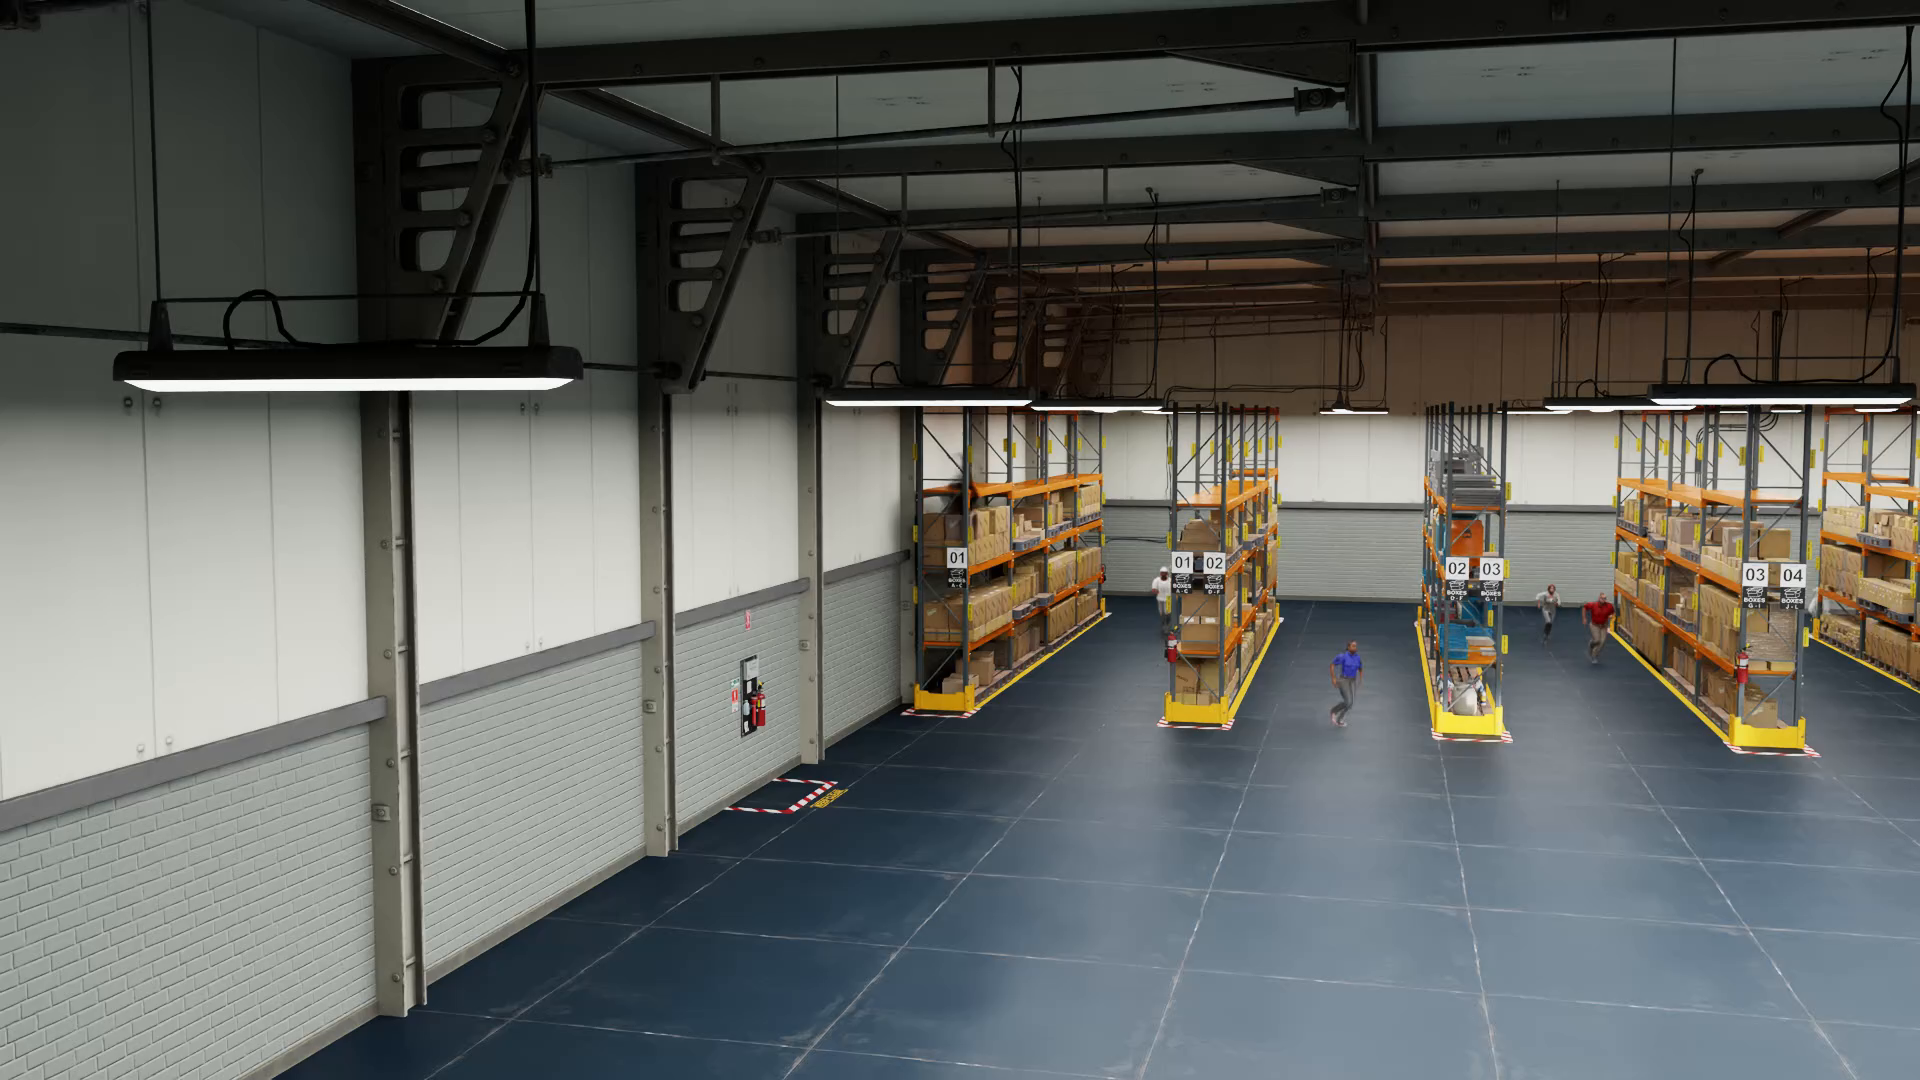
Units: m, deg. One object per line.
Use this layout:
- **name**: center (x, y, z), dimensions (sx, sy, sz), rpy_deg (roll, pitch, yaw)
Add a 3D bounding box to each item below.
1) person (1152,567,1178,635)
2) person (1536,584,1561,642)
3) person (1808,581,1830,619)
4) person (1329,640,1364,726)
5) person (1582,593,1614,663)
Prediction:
- **person**: center (5.399, 1.603, 43.935), dimensions (0.671, 1.786, 0.806), rpy_deg (1, 4, 17)
- **person**: center (14.844, 1.852, 41.940), dimensions (0.514, 1.524, 0.784), rpy_deg (0, 4, -1)
- **person**: center (23.076, 1.567, 44.437), dimensions (0.703, 1.806, 0.642), rpy_deg (0, 4, -6)
- **person**: center (7.206, 2.654, 30.769), dimensions (0.608, 1.586, 0.503), rpy_deg (-2, 5, -28)
- **person**: center (14.861, 2.053, 38.636), dimensions (0.636, 1.650, 0.729), rpy_deg (0, 4, -2)
